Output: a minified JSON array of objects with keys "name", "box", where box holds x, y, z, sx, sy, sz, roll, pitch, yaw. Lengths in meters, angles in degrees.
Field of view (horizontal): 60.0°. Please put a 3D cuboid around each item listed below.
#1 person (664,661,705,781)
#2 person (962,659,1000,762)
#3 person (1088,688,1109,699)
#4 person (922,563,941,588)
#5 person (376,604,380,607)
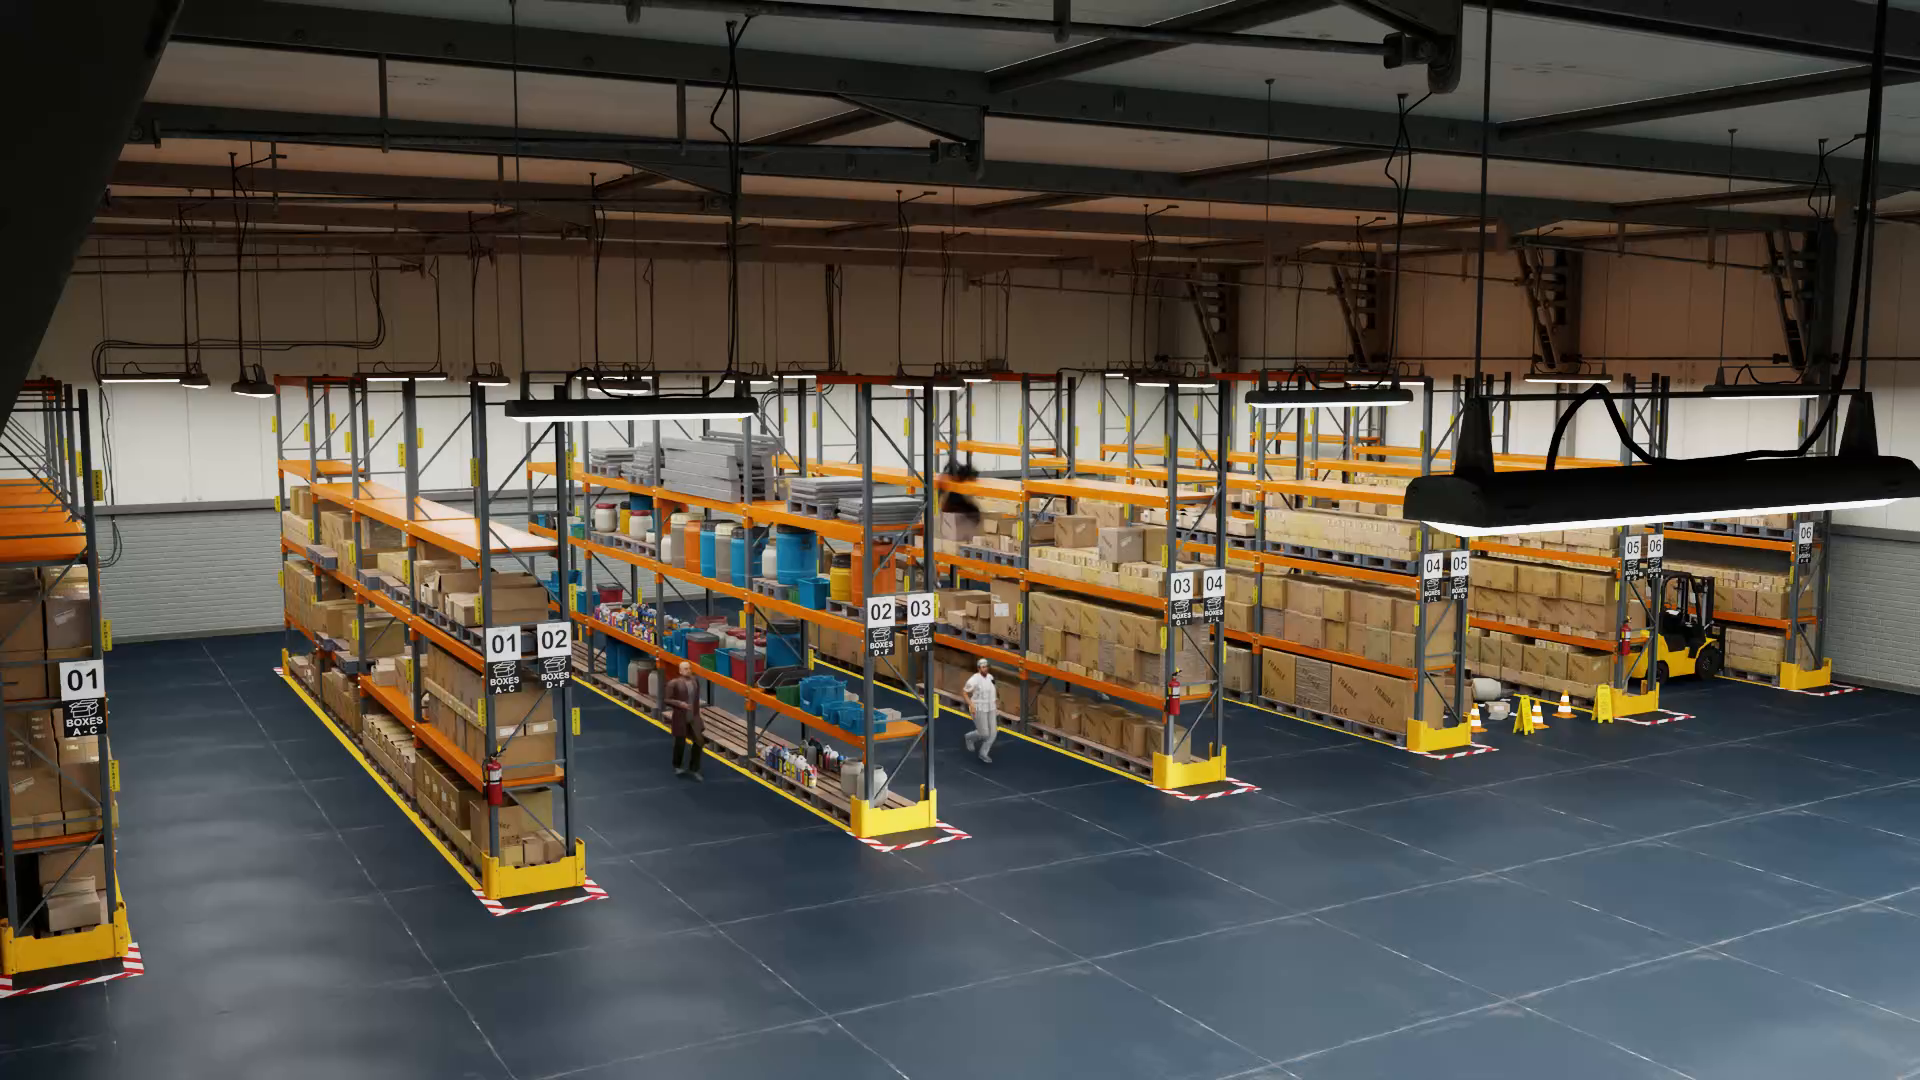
[{"name":"person","box":[-4.136,2.726,25.014,0.689,1.827,0.832,-4,7,-32]},{"name":"person","box":[0.354,2.674,26.213,0.616,1.627,0.550,-4,8,-34]},{"name":"person","box":[2.602,2.124,31.078,0.582,1.665,0.578,-5,8,-37]},{"name":"person","box":[-0.729,1.319,38.023,0.608,1.705,0.833,-3,7,-23]},{"name":"person","box":[-12.212,1.681,34.918,0.561,1.686,0.702,0,6,3]}]
